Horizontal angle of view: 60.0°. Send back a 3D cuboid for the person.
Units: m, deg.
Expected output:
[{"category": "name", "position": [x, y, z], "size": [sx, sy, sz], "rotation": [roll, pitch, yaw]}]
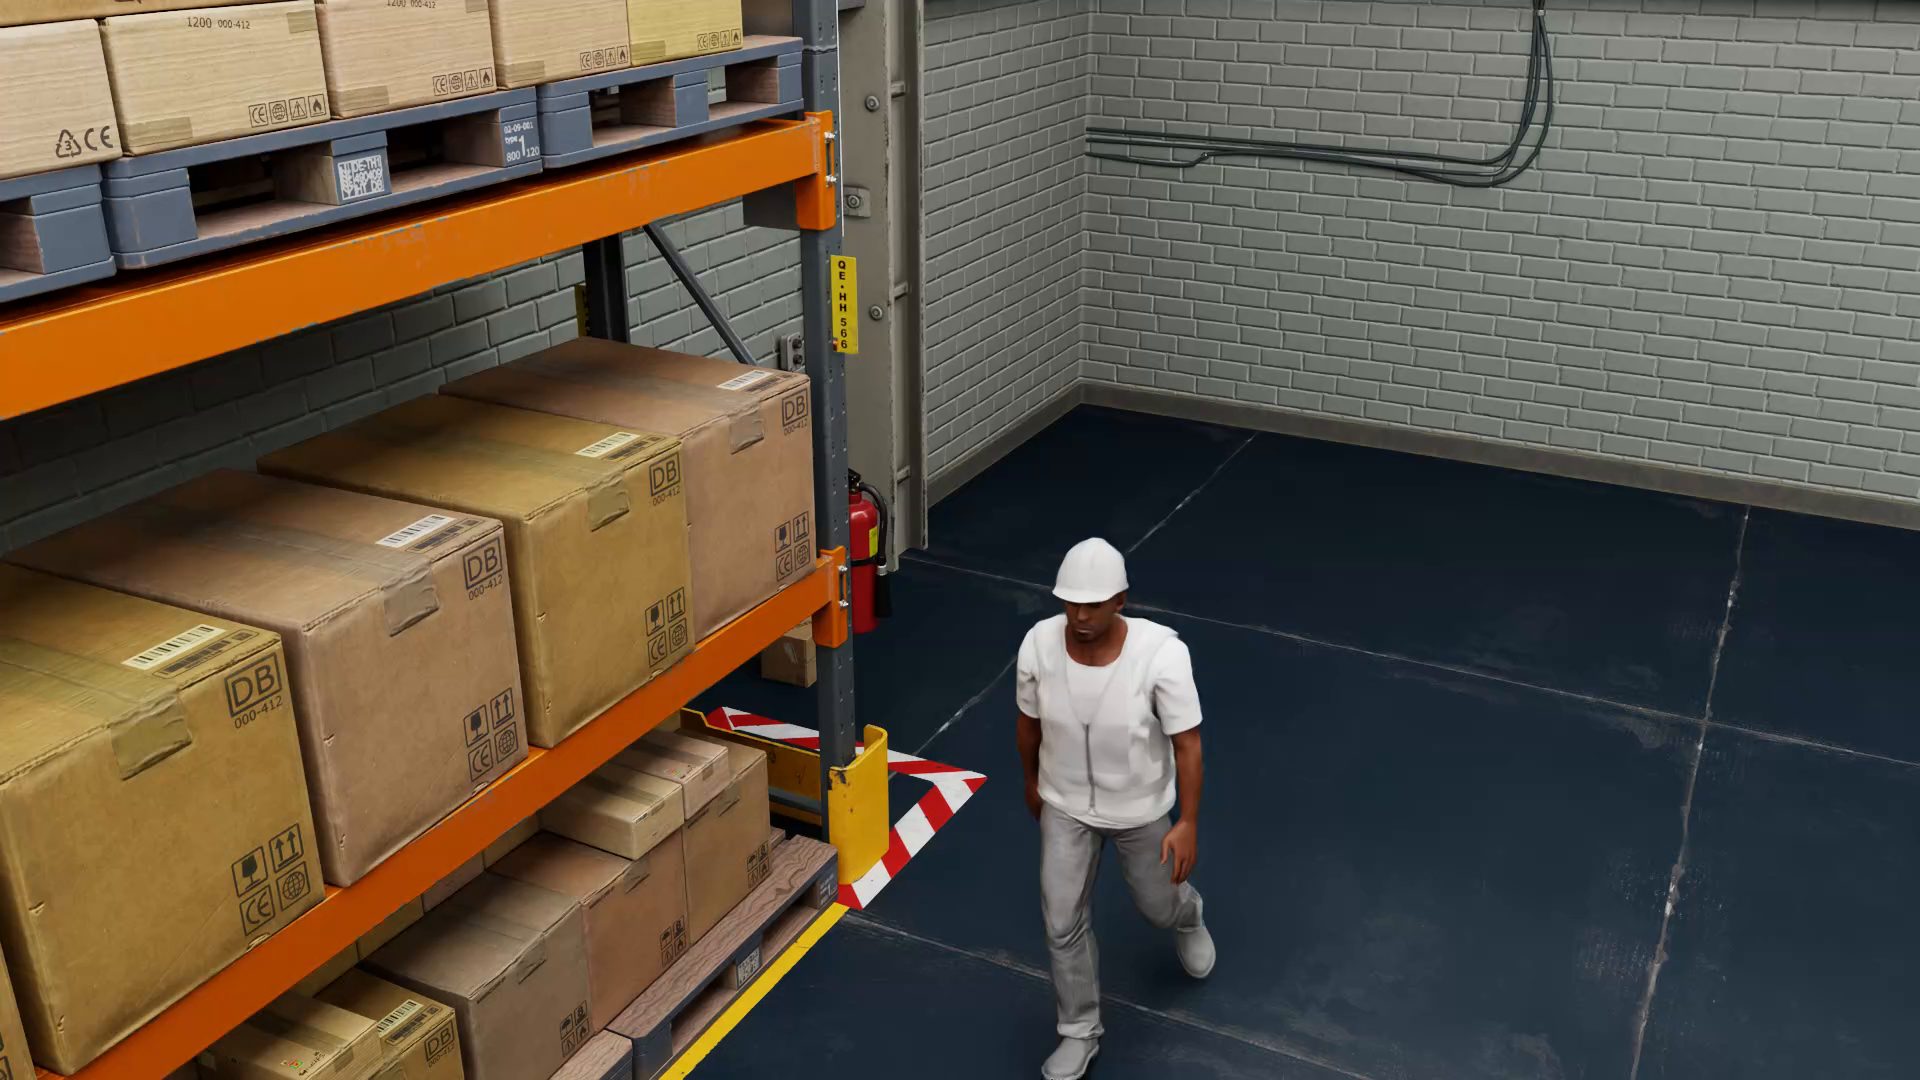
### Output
[{"category": "person", "position": [0.477, 0.782, 5.192], "size": [0.628, 1.748, 0.890], "rotation": [8, 24, 19]}]
